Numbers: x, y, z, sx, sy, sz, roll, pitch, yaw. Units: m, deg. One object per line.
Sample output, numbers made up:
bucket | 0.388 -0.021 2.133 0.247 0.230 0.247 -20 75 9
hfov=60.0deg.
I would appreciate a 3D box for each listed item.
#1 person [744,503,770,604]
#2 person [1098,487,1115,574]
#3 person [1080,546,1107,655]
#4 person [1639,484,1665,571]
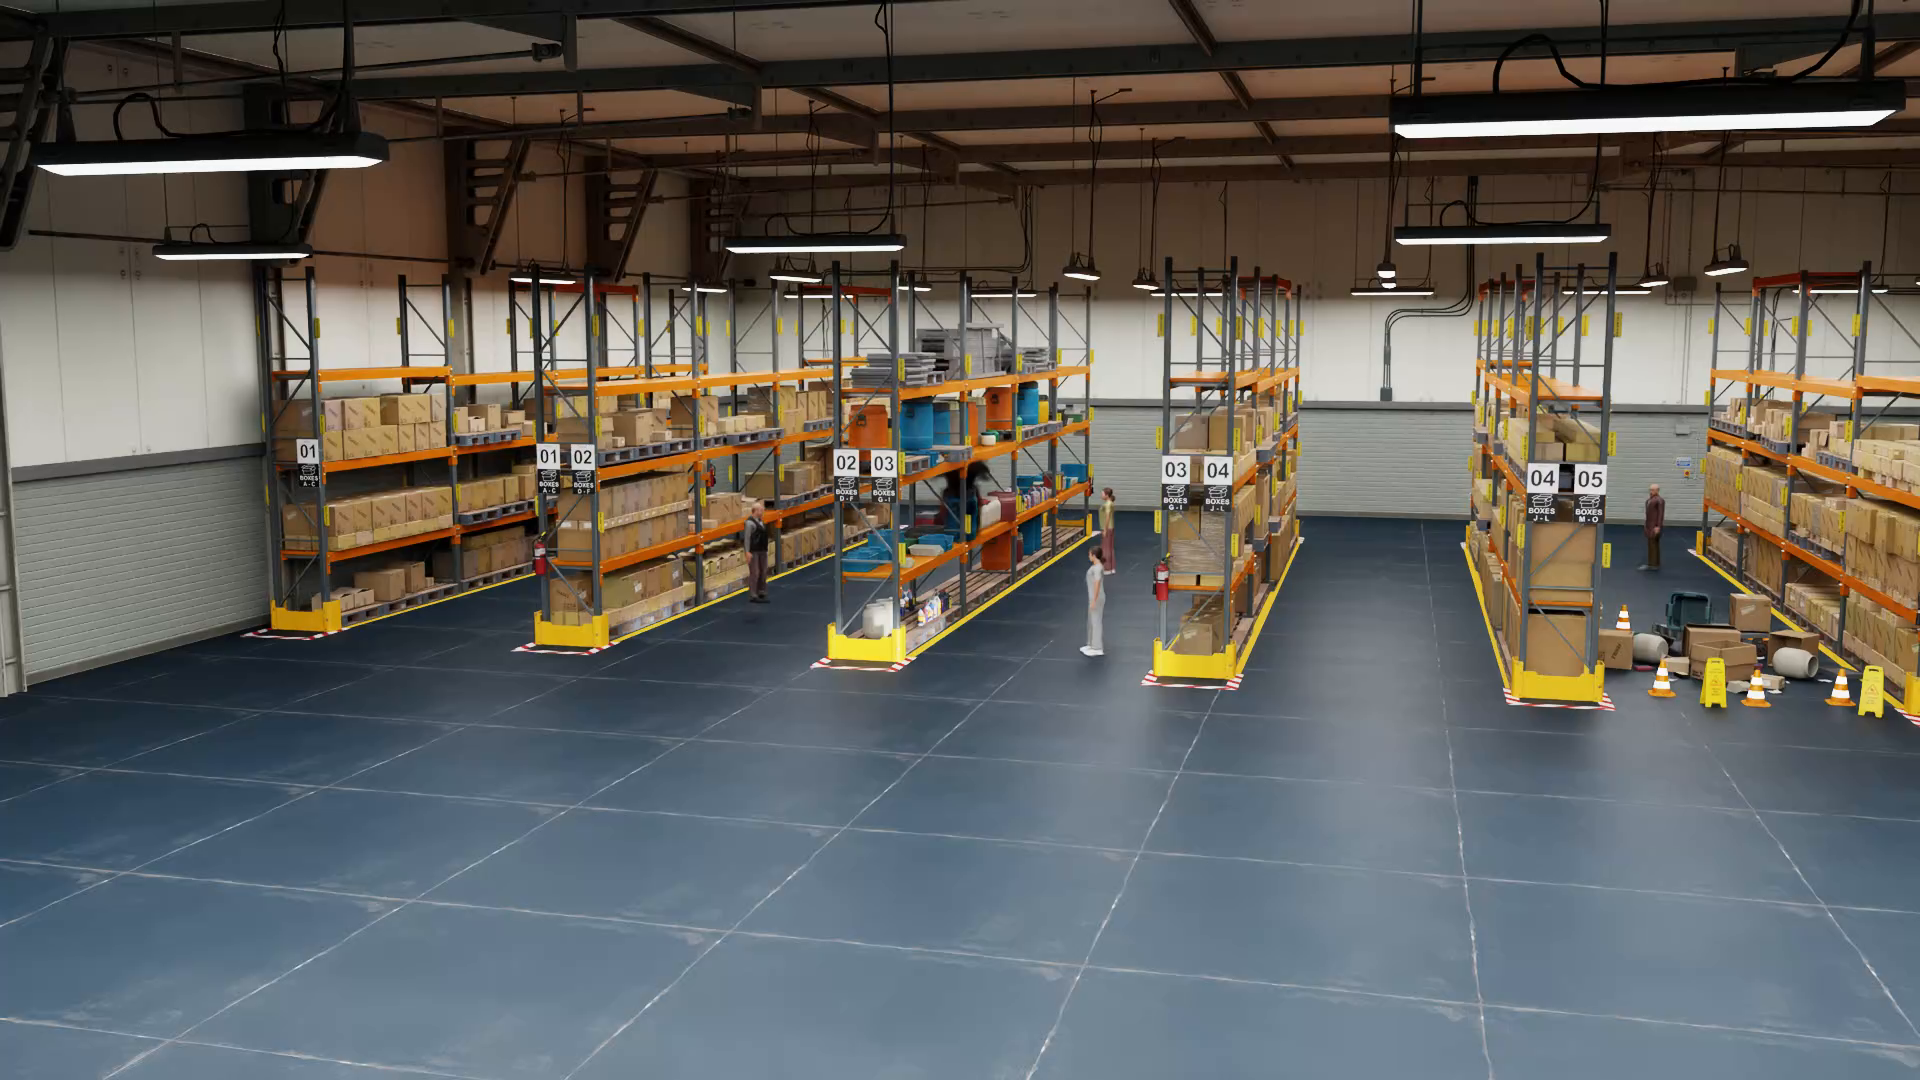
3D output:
person | -3.501 0.236 28.710 0.400 1.766 0.620 5 9 34
person | 2.798 -0.176 31.943 0.369 1.683 0.522 2 7 14
person | 2.063 0.920 25.611 0.398 1.675 0.489 0 7 3
person | 14.440 -0.274 34.716 0.444 1.784 0.633 2 8 18
